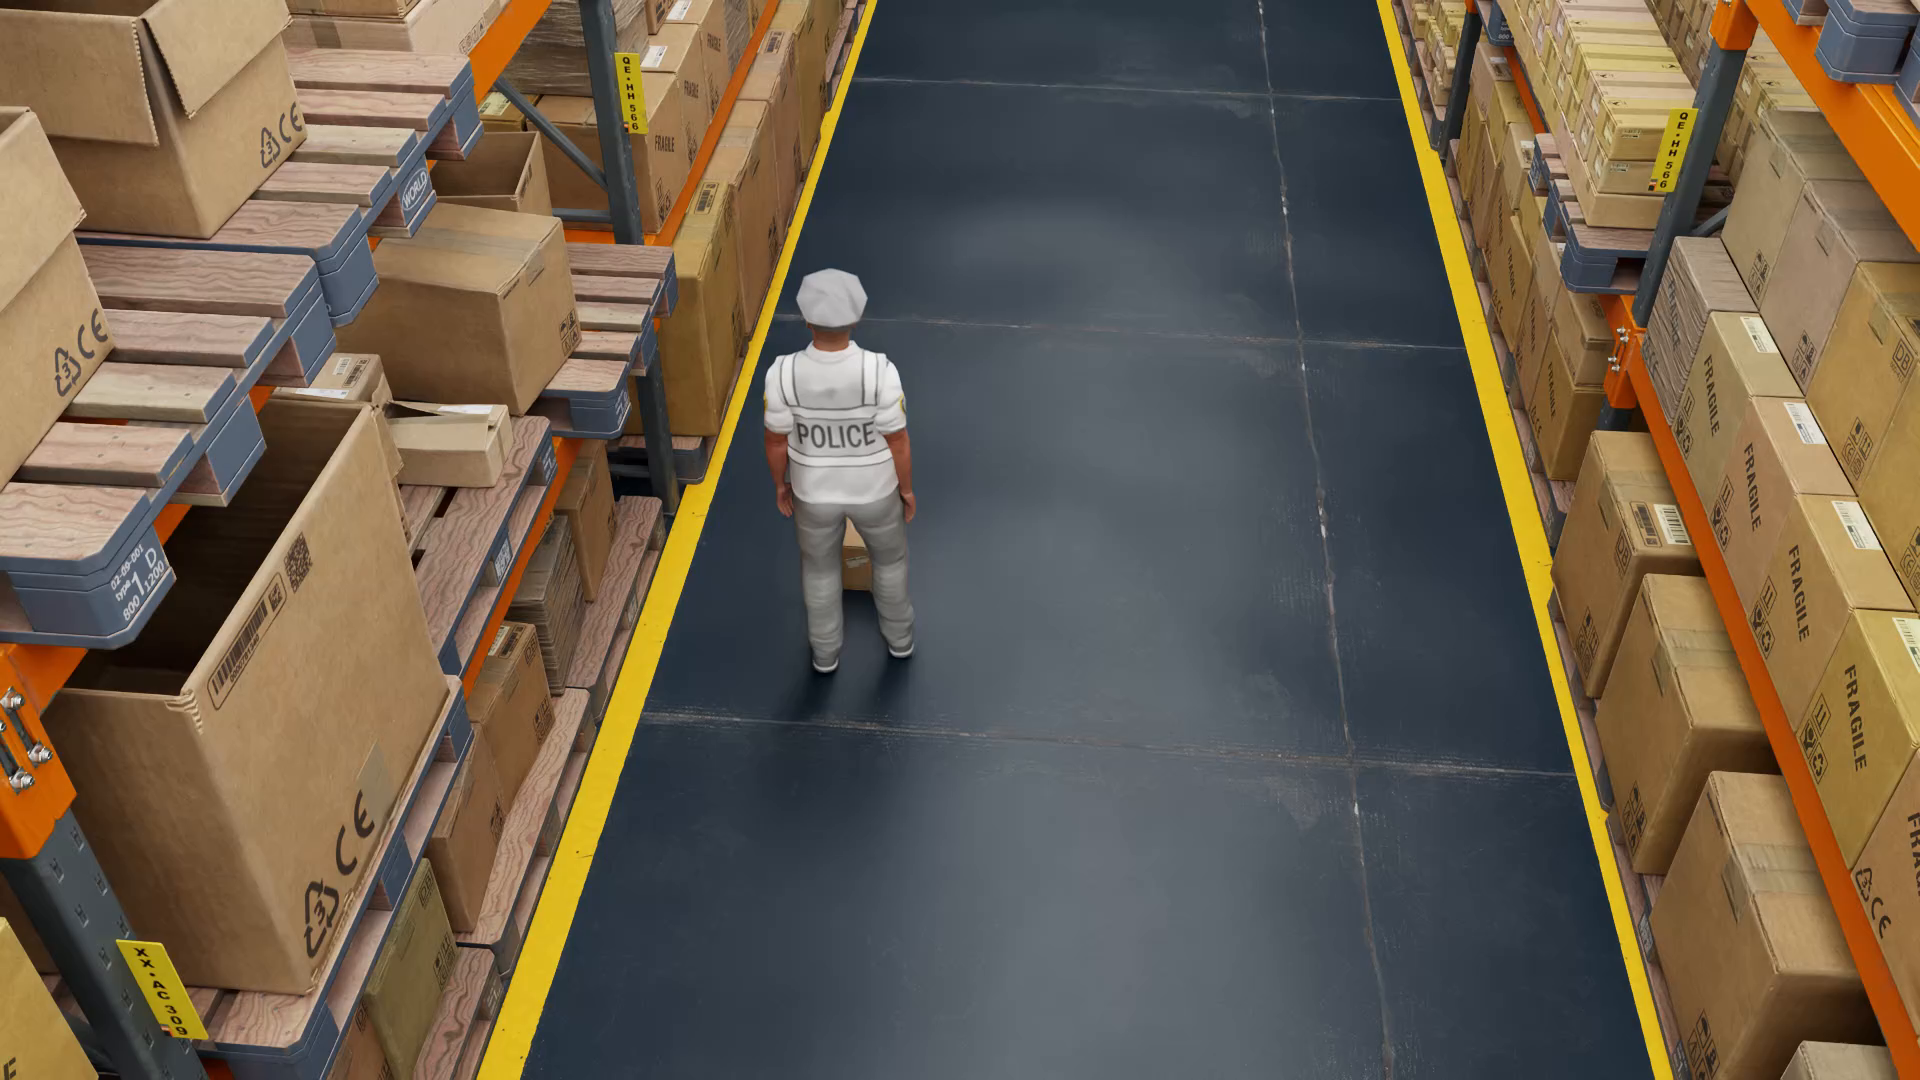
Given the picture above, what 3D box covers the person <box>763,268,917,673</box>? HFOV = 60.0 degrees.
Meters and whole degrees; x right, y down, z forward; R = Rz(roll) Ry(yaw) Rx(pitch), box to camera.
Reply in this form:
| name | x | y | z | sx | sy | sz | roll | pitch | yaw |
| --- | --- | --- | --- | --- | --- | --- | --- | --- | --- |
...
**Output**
| name | x | y | z | sx | sy | sz | roll | pitch | yaw |
| --- | --- | --- | --- | --- | --- | --- | --- | --- | --- |
| person | -0.450 | -0.245 | 6.394 | 0.562 | 1.770 | 0.449 | 0 | 40 | 0 |
